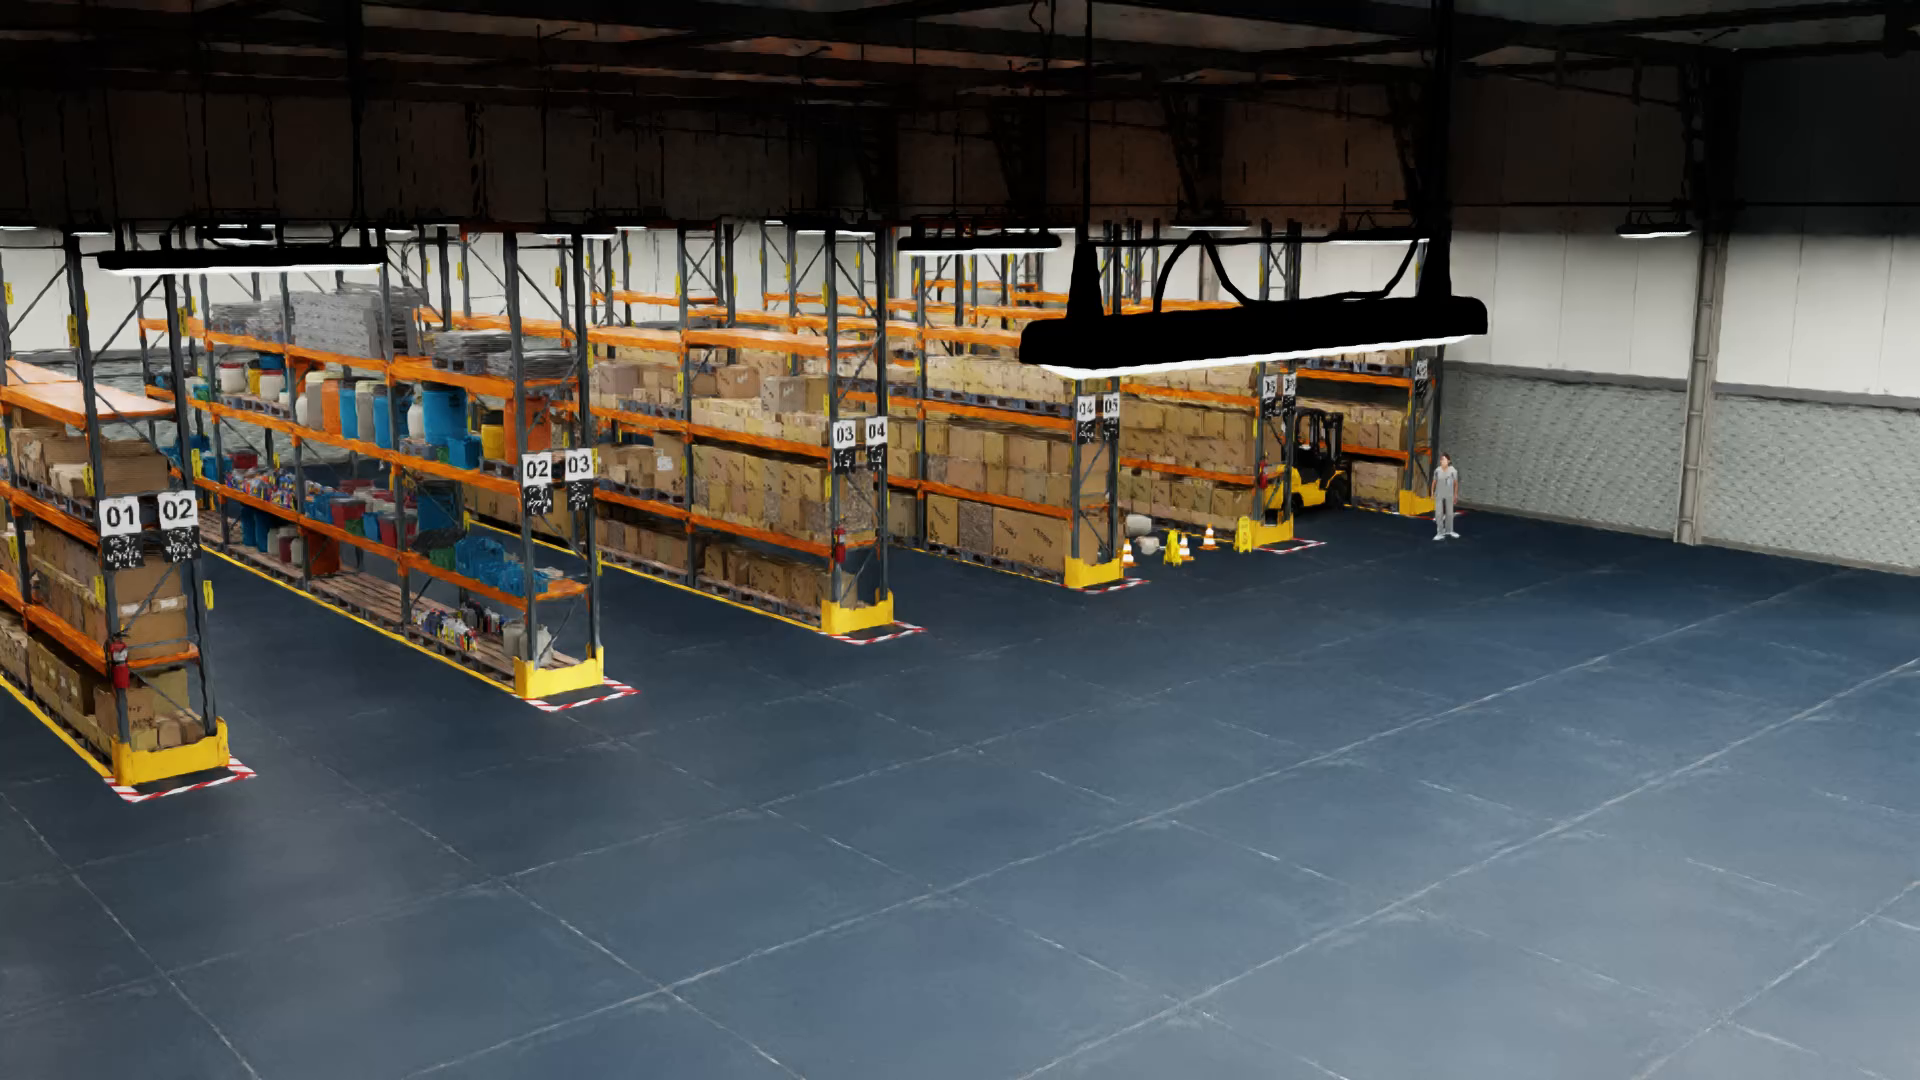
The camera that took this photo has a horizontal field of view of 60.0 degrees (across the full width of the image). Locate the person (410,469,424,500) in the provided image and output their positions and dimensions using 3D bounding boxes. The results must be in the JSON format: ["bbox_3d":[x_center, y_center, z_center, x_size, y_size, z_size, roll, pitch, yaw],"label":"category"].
[{"bbox_3d":[-9.819,-0.497,30.238,0.522,1.591,0.523,-2,12,-12],"label":"person"}]

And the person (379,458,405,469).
[{"bbox_3d":[-13.655,-2.420,39.899,0.957,1.531,0.411,9,15,39],"label":"person"}]

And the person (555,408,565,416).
[{"bbox_3d":[-9.195,-2.262,38.535,0.682,1.778,0.545,9,14,37],"label":"person"}]

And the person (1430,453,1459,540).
[{"bbox_3d":[9.335,-0.856,31.944,0.563,1.665,0.537,5,12,22],"label":"person"}]
